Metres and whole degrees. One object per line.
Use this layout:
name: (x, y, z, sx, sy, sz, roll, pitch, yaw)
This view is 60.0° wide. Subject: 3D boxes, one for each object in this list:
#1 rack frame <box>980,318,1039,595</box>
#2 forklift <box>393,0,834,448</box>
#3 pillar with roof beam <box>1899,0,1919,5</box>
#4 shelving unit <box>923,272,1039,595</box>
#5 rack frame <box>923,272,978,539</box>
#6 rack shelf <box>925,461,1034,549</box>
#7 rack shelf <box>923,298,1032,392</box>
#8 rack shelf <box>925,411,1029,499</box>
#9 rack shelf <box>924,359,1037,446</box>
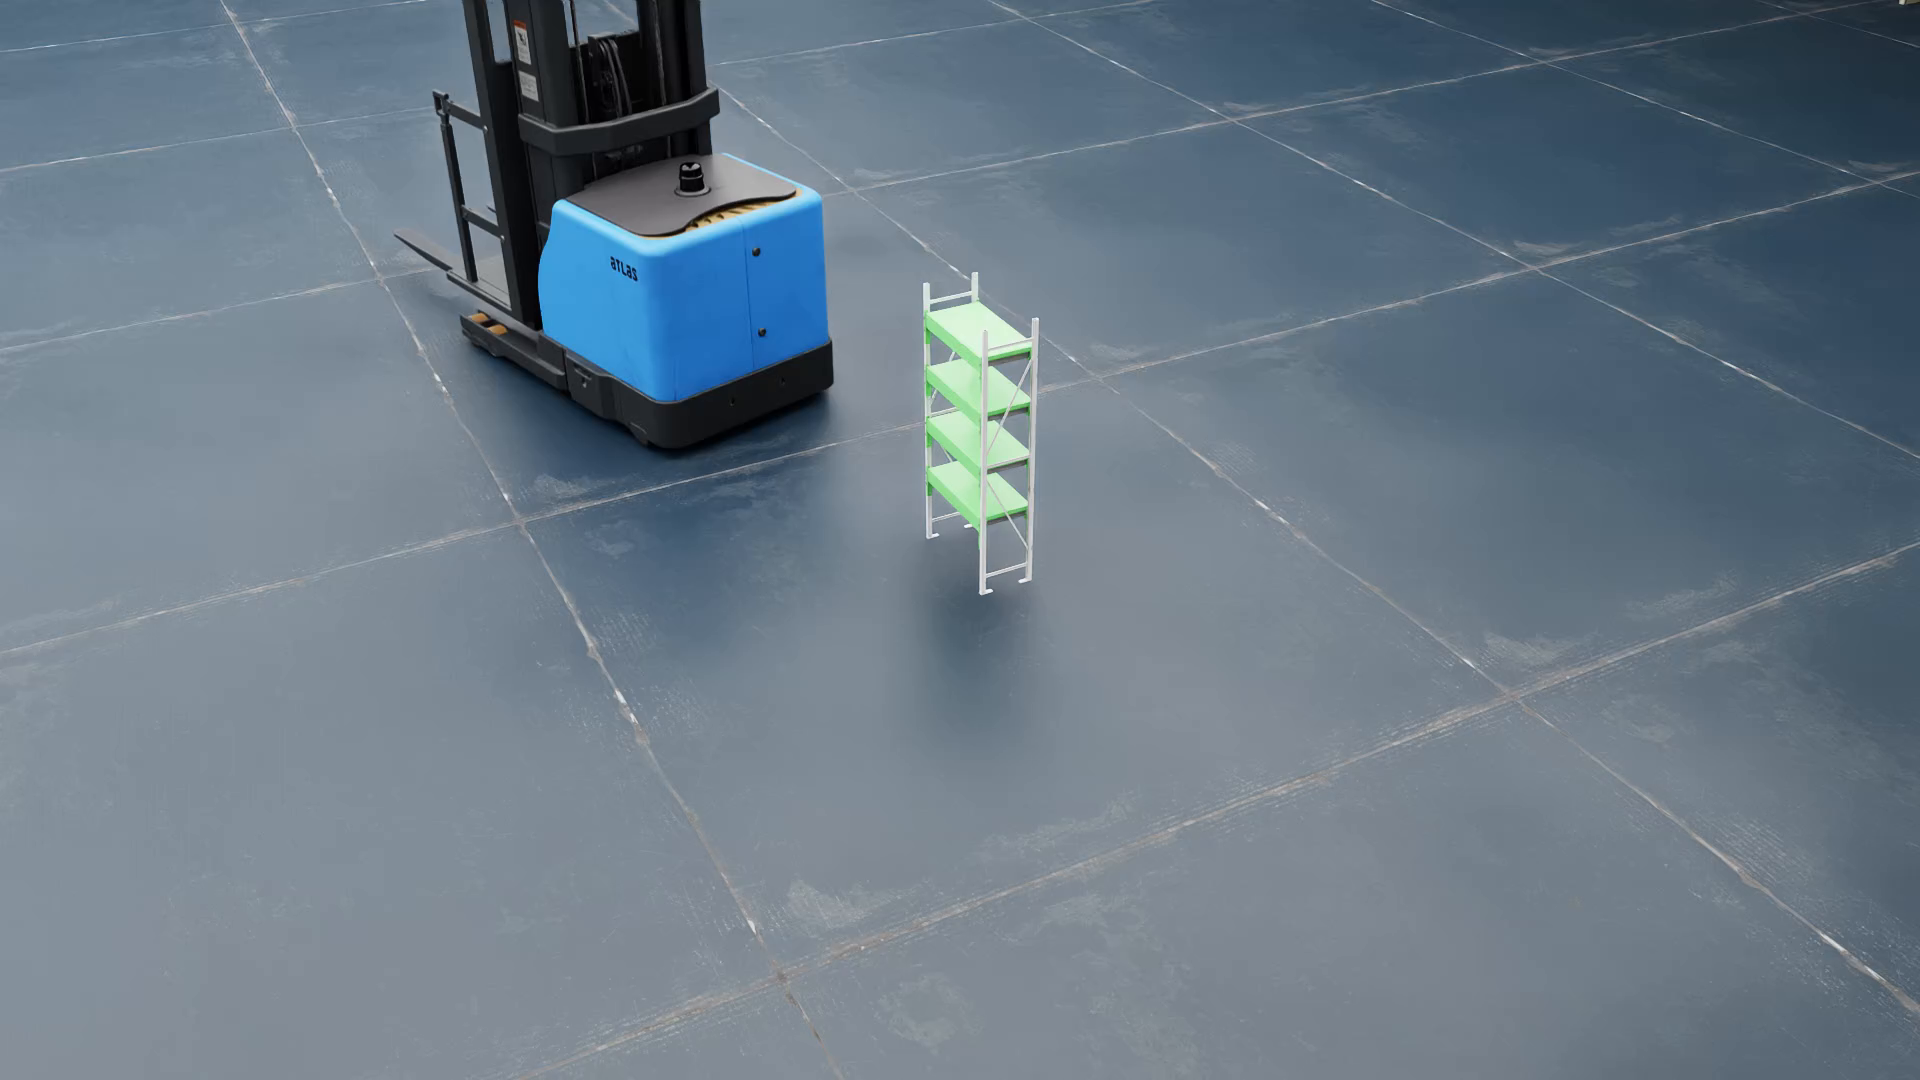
rack frame: (0.191, -0.310, 6.621, 0.240, 1.200, 0.015, -16, 36, -23)
forklift: (-2.009, -2.367, 8.227, 1.130, 2.935, 3.031, -27, 41, -35)
pillar with roof beam: (4.510, -7.531, 10.664, 9.100, 9.000, 0.400, -16, 36, -23)
shelving unit: (0.077, -0.426, 6.803, 0.258, 1.200, 0.503, -16, 36, -23)
rack frame: (-0.037, -0.543, 6.985, 0.240, 1.200, 0.015, -16, 36, -23)
rack shelf: (0.077, -0.170, 6.967, 0.258, 0.148, 0.480, -16, 36, -23)
rack shelf: (0.077, -0.777, 6.579, 0.258, 0.148, 0.480, -16, 36, -23)
rack shelf: (0.077, -0.372, 6.837, 0.258, 0.148, 0.480, -16, 36, -23)
rack shelf: (0.077, -0.574, 6.708, 0.258, 0.148, 0.480, -16, 36, -23)
